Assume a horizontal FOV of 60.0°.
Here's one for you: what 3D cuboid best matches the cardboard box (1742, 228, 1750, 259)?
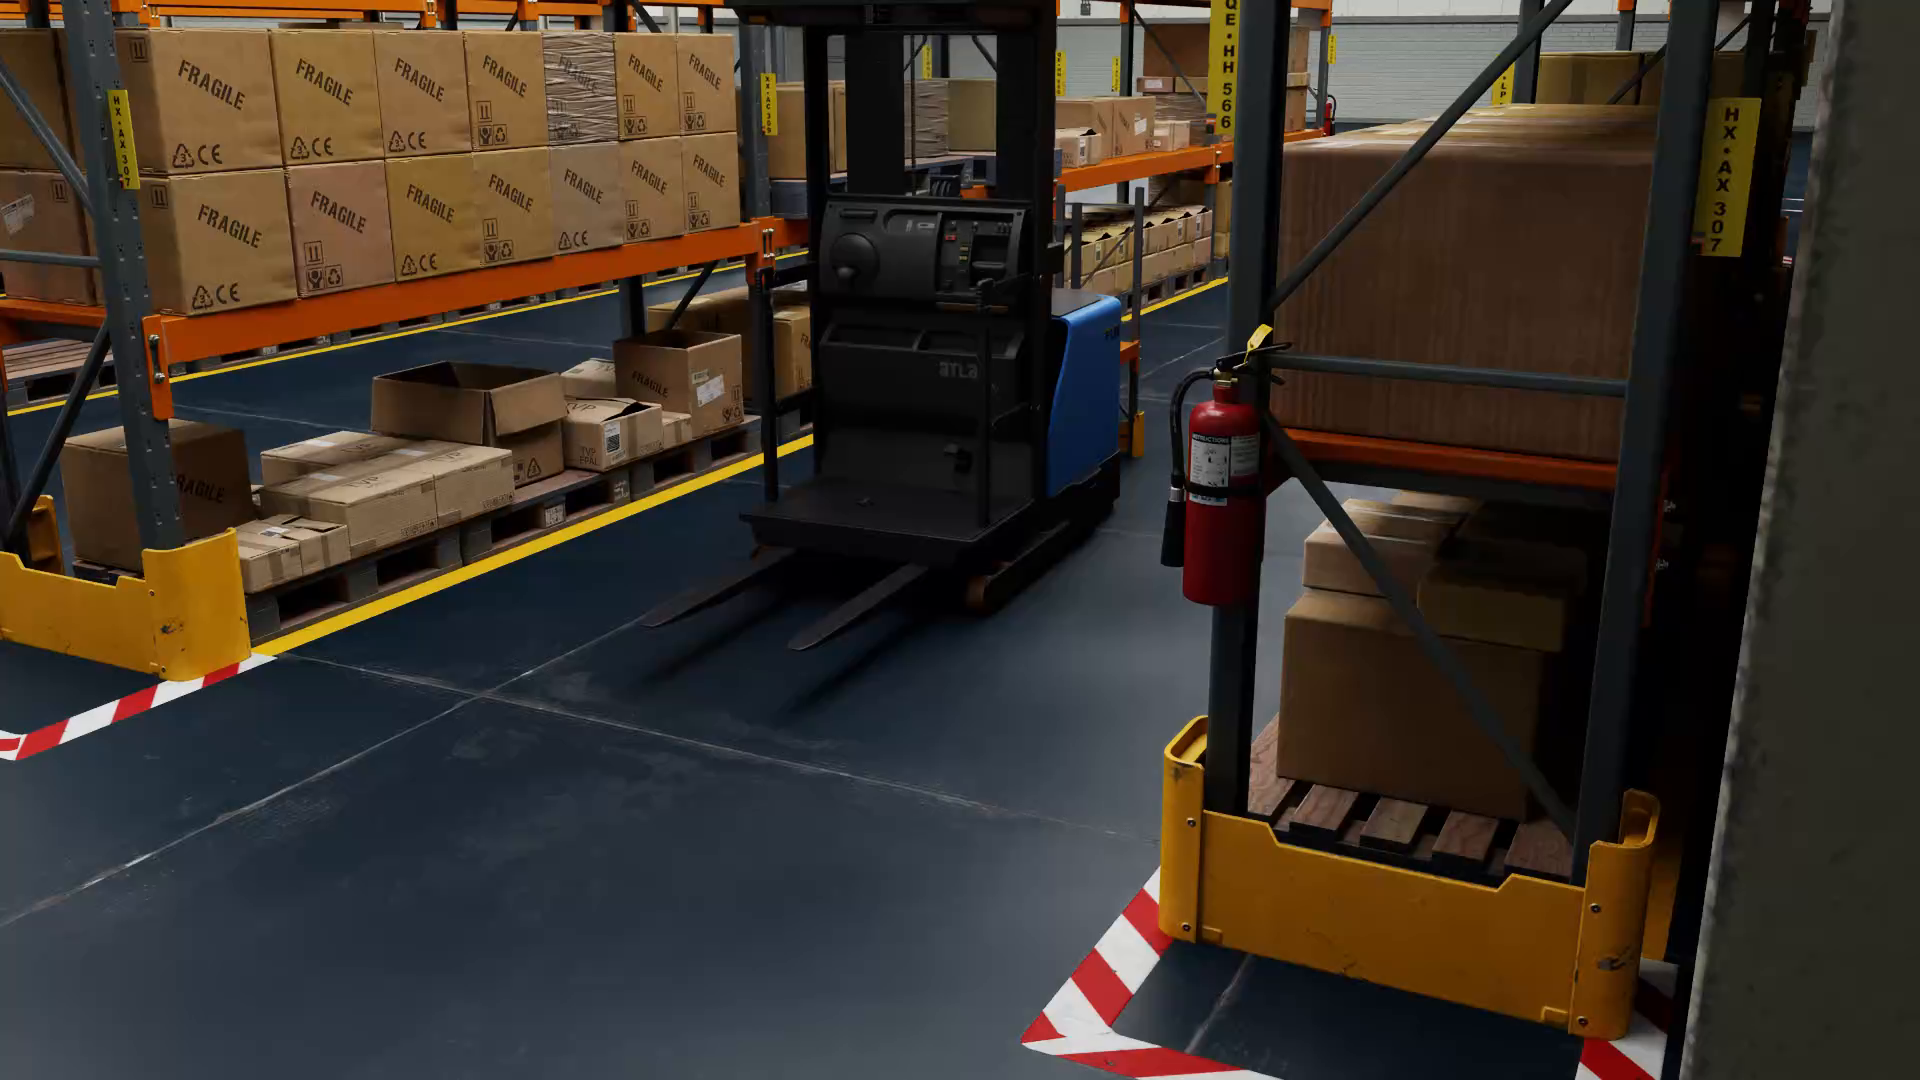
[{"bbox_3d":[3.449,-1.402,7.717,0.380,0.149,0.250,8,18,24],"label":"cardboard box"}]

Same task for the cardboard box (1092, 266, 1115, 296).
[{"bbox_3d":[0.975,-2.154,13.935,0.500,0.250,0.500,8,18,24],"label":"cardboard box"}]

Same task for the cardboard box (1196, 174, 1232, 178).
[{"bbox_3d":[2.745,-3.515,17.200,0.500,0.500,0.500,8,18,25],"label":"cardboard box"}]

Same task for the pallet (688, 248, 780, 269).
[{"bbox_3d":[-2.704,-3.155,18.111,1.003,0.211,1.213,8,18,25],"label":"pallet"}]

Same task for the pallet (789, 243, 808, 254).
[{"bbox_3d":[-2.051,-3.526,19.359,1.003,0.211,1.213,8,18,25],"label":"pallet"}]

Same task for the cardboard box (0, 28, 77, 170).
[{"bbox_3d":[-3.368,-1.685,6.331,0.500,0.500,0.500,8,18,25],"label":"cardboard box"}]

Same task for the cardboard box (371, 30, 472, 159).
[{"bbox_3d":[-2.431,-1.877,6.978,0.500,0.500,0.500,8,18,26],"label":"cardboard box"}]

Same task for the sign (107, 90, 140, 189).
[{"bbox_3d":[-2.835,-1.355,5.633,0.100,0.325,0.005,8,18,25],"label":"sign"}]

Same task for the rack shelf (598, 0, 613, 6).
[{"bbox_3d":[-2.427,-2.612,7.379,1.077,0.370,4.000,8,18,25],"label":"rack shelf"}]

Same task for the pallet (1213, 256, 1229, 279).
[{"bbox_3d":[2.434,-2.927,17.340,1.003,0.211,1.213,8,18,25],"label":"pallet"}]

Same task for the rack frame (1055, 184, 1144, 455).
[{"bbox_3d":[0.773,-1.234,9.379,0.500,1.500,0.032,7,18,22],"label":"rack frame"}]

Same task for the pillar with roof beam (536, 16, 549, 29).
[{"bbox_3d":[-7.563,-15.088,42.851,9.100,9.000,0.400,8,18,25],"label":"pillar with roof beam"}]

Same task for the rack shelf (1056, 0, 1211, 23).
[{"bbox_3d":[1.148,-4.650,14.239,1.077,0.370,4.000,8,18,25],"label":"rack shelf"}]

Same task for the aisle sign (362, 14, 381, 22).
[{"bbox_3d":[-9.124,-8.229,25.730,0.394,0.787,0.004,8,18,25],"label":"aisle sign"}]

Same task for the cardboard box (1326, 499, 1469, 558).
[{"bbox_3d":[1.344,-0.006,5.124,0.380,0.149,0.250,9,19,27],"label":"cardboard box"}]

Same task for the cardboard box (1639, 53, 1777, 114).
[{"bbox_3d":[3.339,-2.043,7.417,0.500,0.250,0.500,9,19,27],"label":"cardboard box"}]

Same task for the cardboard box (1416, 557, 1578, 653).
[{"bbox_3d":[1.459,0.172,4.524,0.380,0.149,0.250,8,18,26],"label":"cardboard box"}]

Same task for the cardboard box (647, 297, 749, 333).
[{"bbox_3d":[-1.569,-1.203,10.258,0.500,0.500,0.500,8,18,25],"label":"cardboard box"}]

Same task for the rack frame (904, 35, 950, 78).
[{"bbox_3d":[-0.601,-5.716,21.835,1.000,3.000,0.127,8,18,25],"label":"rack frame"}]

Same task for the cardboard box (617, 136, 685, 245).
[{"bbox_3d":[-1.756,-1.785,8.423,0.500,0.500,0.500,9,19,27],"label":"cardboard box"}]

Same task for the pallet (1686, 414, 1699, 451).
[{"bbox_3d":[3.722,-0.580,9.441,1.003,0.211,1.213,8,18,25],"label":"pallet"}]

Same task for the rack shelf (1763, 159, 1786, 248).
[{"bbox_3d":[5.581,-2.582,12.548,1.077,0.370,4.000,8,18,25],"label":"rack shelf"}]

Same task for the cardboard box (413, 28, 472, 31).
[{"bbox_3d":[-6.391,-6.079,20.604,0.500,0.500,0.500,8,18,25],"label":"cardboard box"}]

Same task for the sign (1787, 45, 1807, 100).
[{"bbox_3d":[5.186,-2.903,10.330,0.100,0.325,0.005,8,18,25],"label":"sign"}]

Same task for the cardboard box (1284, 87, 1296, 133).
[{"bbox_3d":[3.379,-4.881,18.848,0.700,0.500,0.500,9,19,27],"label":"cardboard box"}]

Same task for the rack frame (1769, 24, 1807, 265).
[{"bbox_3d":[8.262,-4.456,17.591,1.000,3.000,0.127,8,18,25],"label":"rack frame"}]

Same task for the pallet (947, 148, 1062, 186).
[{"bbox_3d":[0.014,-2.774,12.265,1.213,0.211,1.003,8,18,25],"label":"pallet"}]

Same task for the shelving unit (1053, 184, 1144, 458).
[{"bbox_3d":[0.567,-1.099,8.924,0.587,1.500,1.083,7,18,22],"label":"shelving unit"}]

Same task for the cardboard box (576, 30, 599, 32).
[{"bbox_3d":[-5.275,-6.716,22.748,0.500,0.500,0.500,8,18,25],"label":"cardboard box"}]

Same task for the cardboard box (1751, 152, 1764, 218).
[{"bbox_3d":[3.566,-1.818,7.978,0.500,0.500,0.500,8,18,26],"label":"cardboard box"}]

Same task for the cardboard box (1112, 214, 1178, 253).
[{"bbox_3d":[1.665,-2.818,15.185,0.500,0.311,0.500,8,18,25],"label":"cardboard box"}]

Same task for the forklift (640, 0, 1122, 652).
[{"bbox_3d":[-0.252,-1.241,6.888,1.130,2.935,3.031,7,18,23],"label":"forklift"}]

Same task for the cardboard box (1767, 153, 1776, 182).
[{"bbox_3d":[4.712,-2.464,10.153,0.500,0.500,0.500,8,18,26],"label":"cardboard box"}]

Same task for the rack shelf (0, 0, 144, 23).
[{"bbox_3d":[-9.500,-4.892,15.056,1.077,0.370,4.000,8,18,25],"label":"rack shelf"}]

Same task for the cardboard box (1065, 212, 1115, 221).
[{"bbox_3d":[1.176,-2.886,15.412,0.500,0.311,0.500,7,18,24],"label":"cardboard box"}]

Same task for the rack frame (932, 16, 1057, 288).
[{"bbox_3d":[0.254,-3.047,12.849,1.000,3.000,0.127,8,18,25],"label":"rack frame"}]

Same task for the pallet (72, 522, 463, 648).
[{"bbox_3d":[-2.931,0.105,7.135,1.003,0.211,1.213,8,18,25],"label":"pallet"}]

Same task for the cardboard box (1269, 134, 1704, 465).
[{"bbox_3d":[1.332,-0.655,4.269,0.980,0.700,0.700,9,19,28],"label":"cardboard box"}]

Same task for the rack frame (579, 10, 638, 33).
[{"bbox_3d":[-5.032,-6.346,23.956,1.000,3.000,0.127,8,18,25],"label":"rack frame"}]

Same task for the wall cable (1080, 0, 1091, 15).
[{"bbox_3d":[4.933,-19.693,52.382,2.305,6.003,0.169,8,18,25],"label":"wall cable"}]

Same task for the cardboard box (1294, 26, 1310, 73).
[{"bbox_3d":[3.585,-5.624,19.070,0.700,0.500,0.500,8,18,26],"label":"cardboard box"}]

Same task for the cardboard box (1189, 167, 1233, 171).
[{"bbox_3d":[2.718,-3.837,18.285,0.500,0.500,0.500,8,18,25],"label":"cardboard box"}]

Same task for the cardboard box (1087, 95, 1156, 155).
[{"bbox_3d":[1.448,-3.786,15.162,0.500,0.500,0.500,10,19,29],"label":"cardboard box"}]

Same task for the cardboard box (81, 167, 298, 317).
[{"bbox_3d":[-2.886,-1.137,6.242,0.500,0.500,0.500,9,19,27],"label":"cardboard box"}]

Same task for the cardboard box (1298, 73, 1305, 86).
[{"bbox_3d":[3.713,-5.255,18.969,0.380,0.149,0.250,9,19,27],"label":"cardboard box"}]

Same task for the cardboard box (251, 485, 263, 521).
[{"bbox_3d":[-3.036,-0.124,7.210,0.380,0.166,0.250,8,18,25],"label":"cardboard box"}]

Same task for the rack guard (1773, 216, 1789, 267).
[{"bbox_3d":[8.228,-3.238,17.882,1.175,0.500,0.348,8,18,25],"label":"rack guard"}]

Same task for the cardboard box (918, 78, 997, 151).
[{"bbox_3d":[0.074,-3.122,12.187,0.700,0.500,0.500,2,17,7],"label":"cardboard box"}]

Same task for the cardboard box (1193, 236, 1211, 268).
[{"bbox_3d":[2.116,-2.807,16.131,0.500,0.250,0.500,8,18,25],"label":"cardboard box"}]

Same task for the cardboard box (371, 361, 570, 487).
[{"bbox_3d":[-2.368,-0.563,8.098,0.797,0.503,0.637,8,18,25],"label":"cardboard box"}]

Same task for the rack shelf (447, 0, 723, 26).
[{"bbox_3d":[-3.282,-5.281,16.364,1.077,0.370,4.000,8,18,25],"label":"rack shelf"}]
